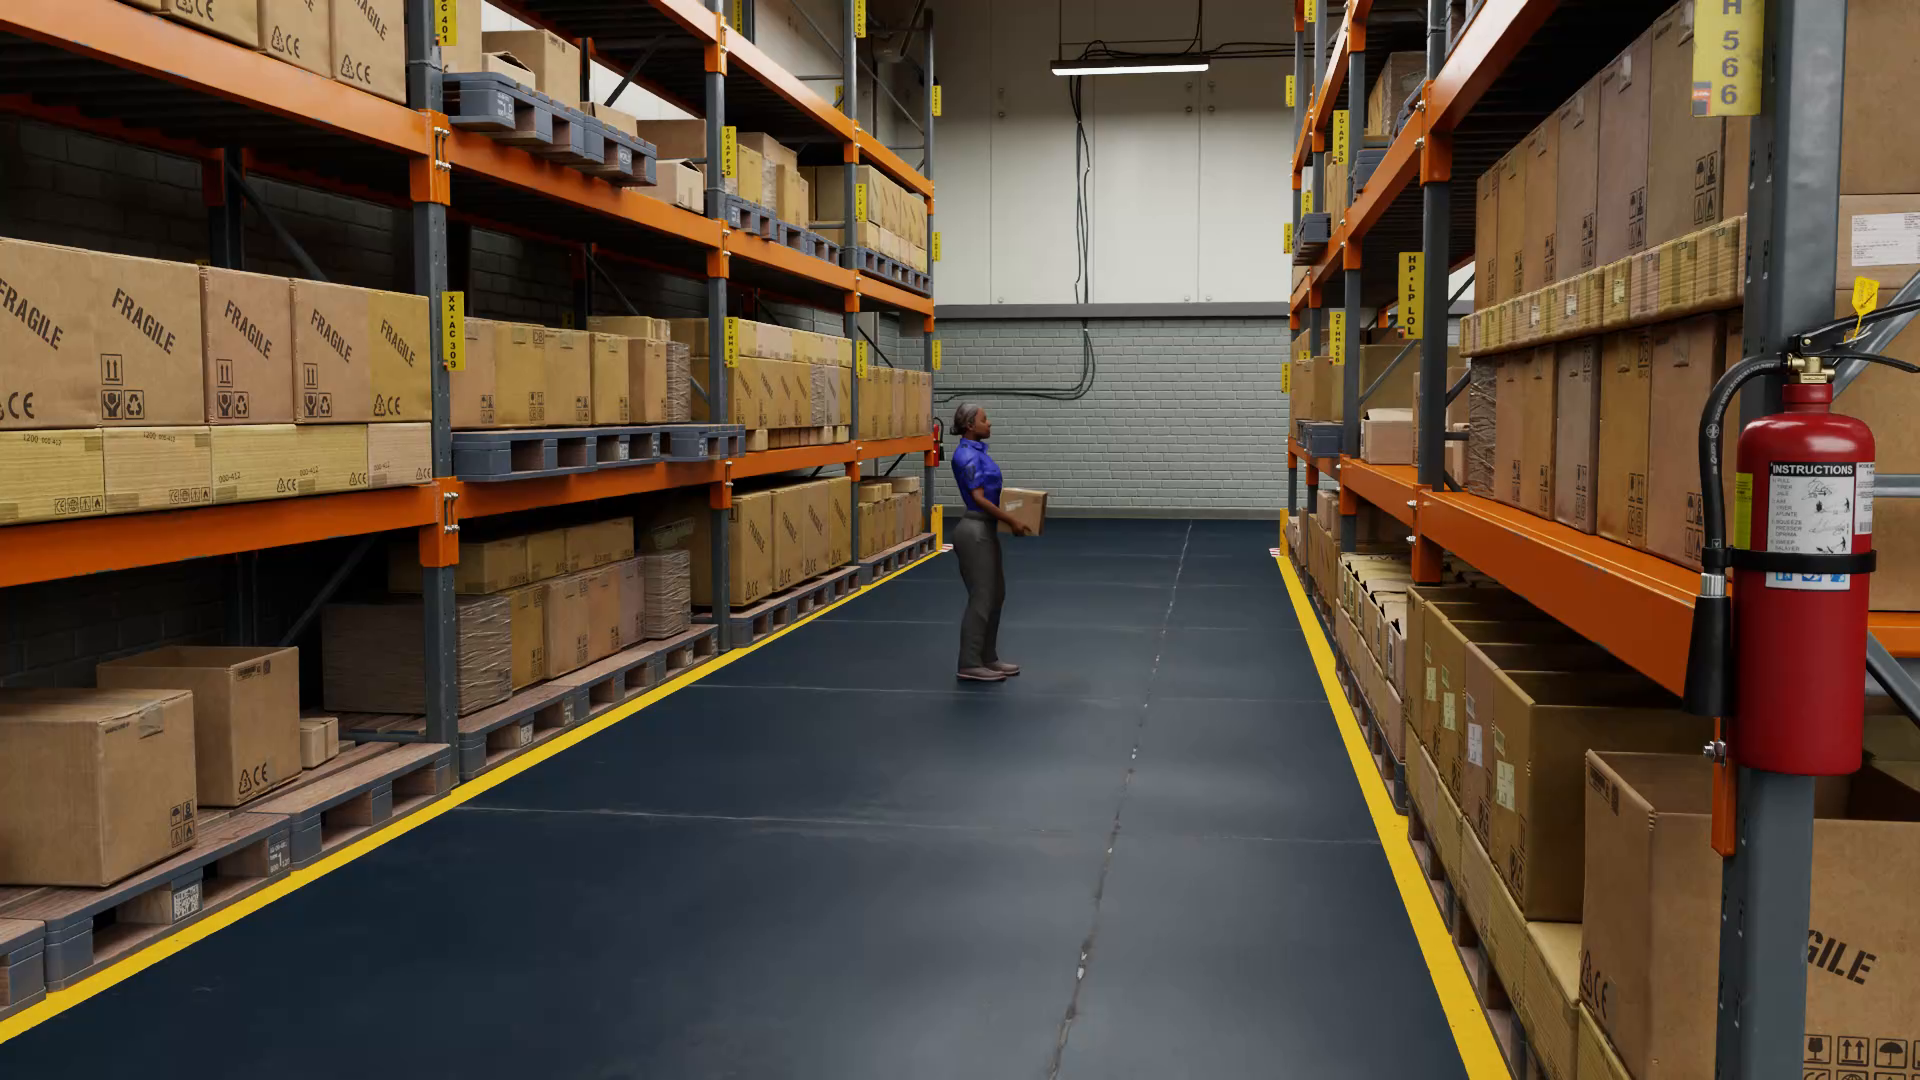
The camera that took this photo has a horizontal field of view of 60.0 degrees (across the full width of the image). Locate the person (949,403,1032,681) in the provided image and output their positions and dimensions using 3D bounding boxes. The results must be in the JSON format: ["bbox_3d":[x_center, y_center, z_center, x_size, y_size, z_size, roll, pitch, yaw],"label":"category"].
[{"bbox_3d":[0.190,0.004,9.940,0.516,1.645,0.449,1,5,9],"label":"person"}]
